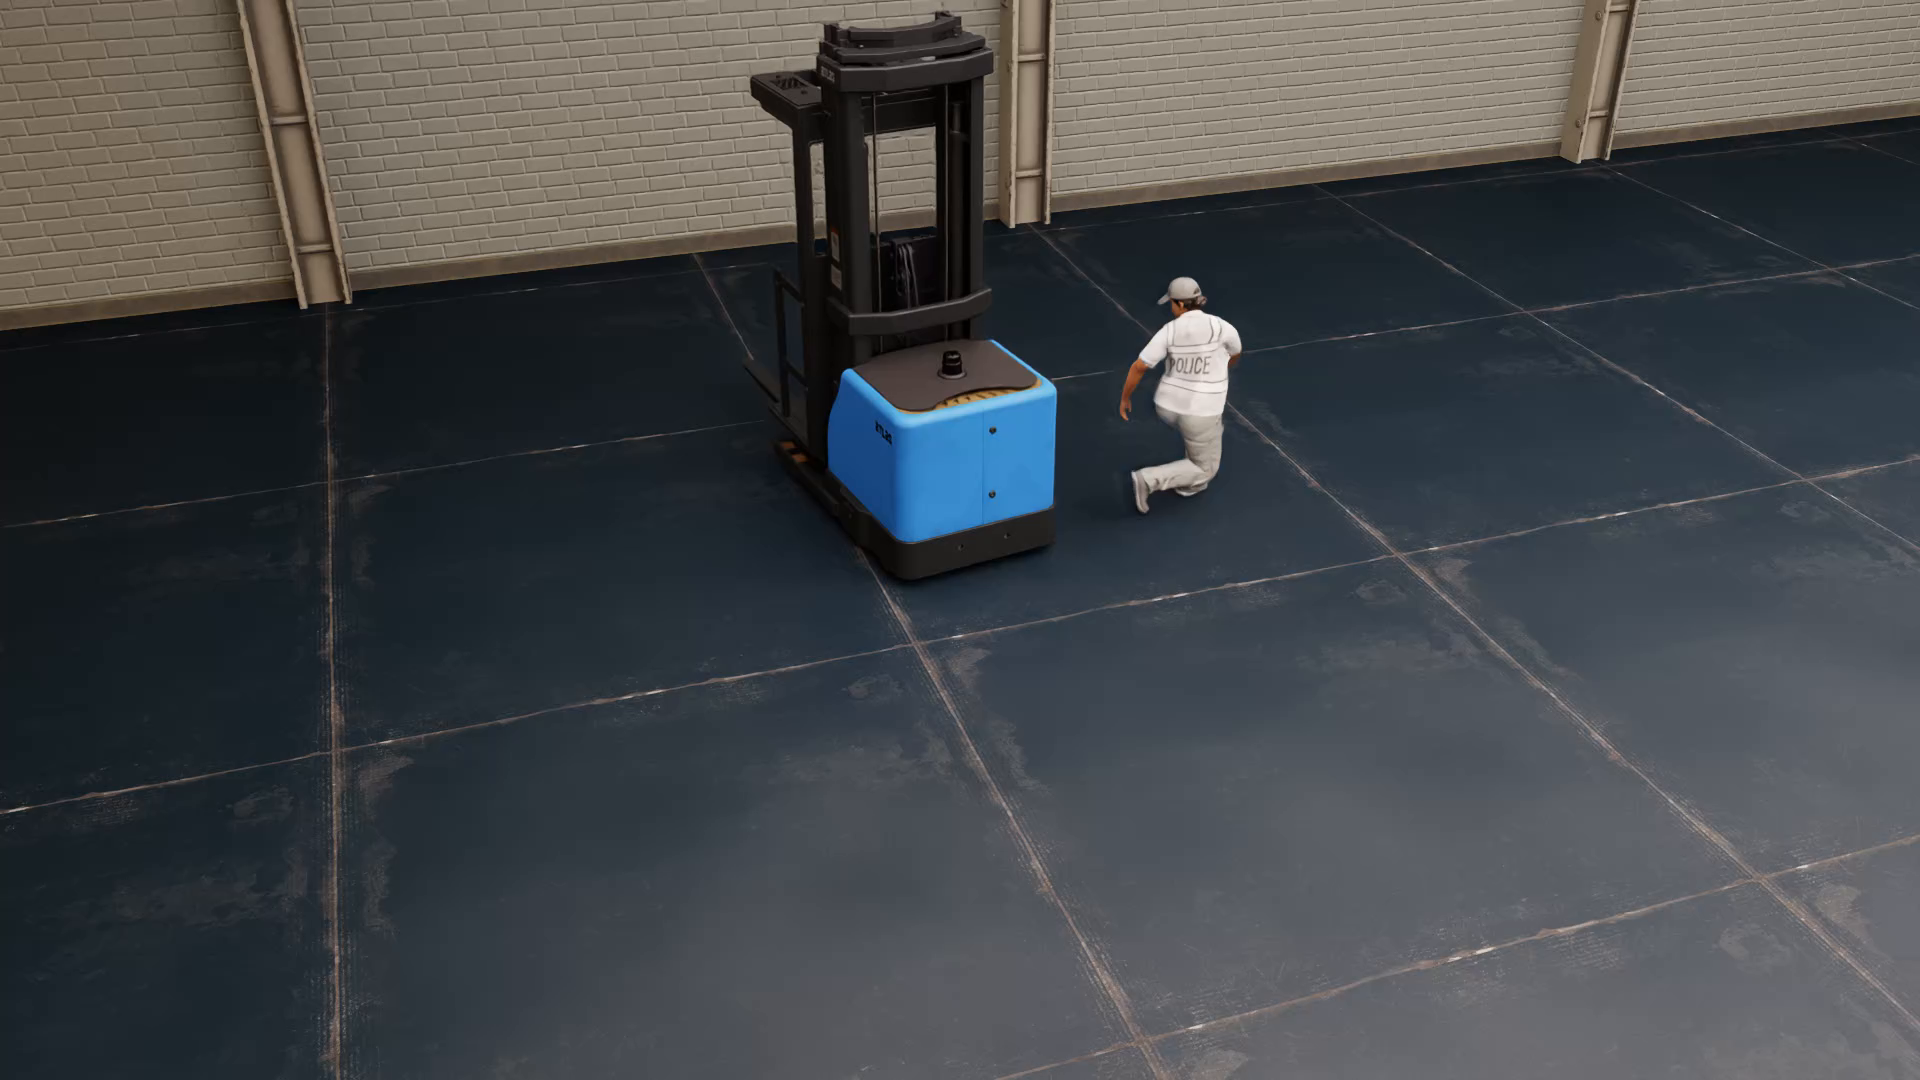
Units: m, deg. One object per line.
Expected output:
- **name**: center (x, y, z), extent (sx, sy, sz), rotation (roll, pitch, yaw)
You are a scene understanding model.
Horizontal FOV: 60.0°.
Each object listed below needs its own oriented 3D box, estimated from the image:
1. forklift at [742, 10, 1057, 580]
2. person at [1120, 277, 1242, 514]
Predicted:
- **forklift**: center (-0.555, -1.754, 10.135), extent (1.130, 2.935, 3.031), rotation (-14, 33, -23)
- **person**: center (1.340, -0.871, 10.157), extent (0.597, 1.444, 0.846), rotation (26, 39, 37)
